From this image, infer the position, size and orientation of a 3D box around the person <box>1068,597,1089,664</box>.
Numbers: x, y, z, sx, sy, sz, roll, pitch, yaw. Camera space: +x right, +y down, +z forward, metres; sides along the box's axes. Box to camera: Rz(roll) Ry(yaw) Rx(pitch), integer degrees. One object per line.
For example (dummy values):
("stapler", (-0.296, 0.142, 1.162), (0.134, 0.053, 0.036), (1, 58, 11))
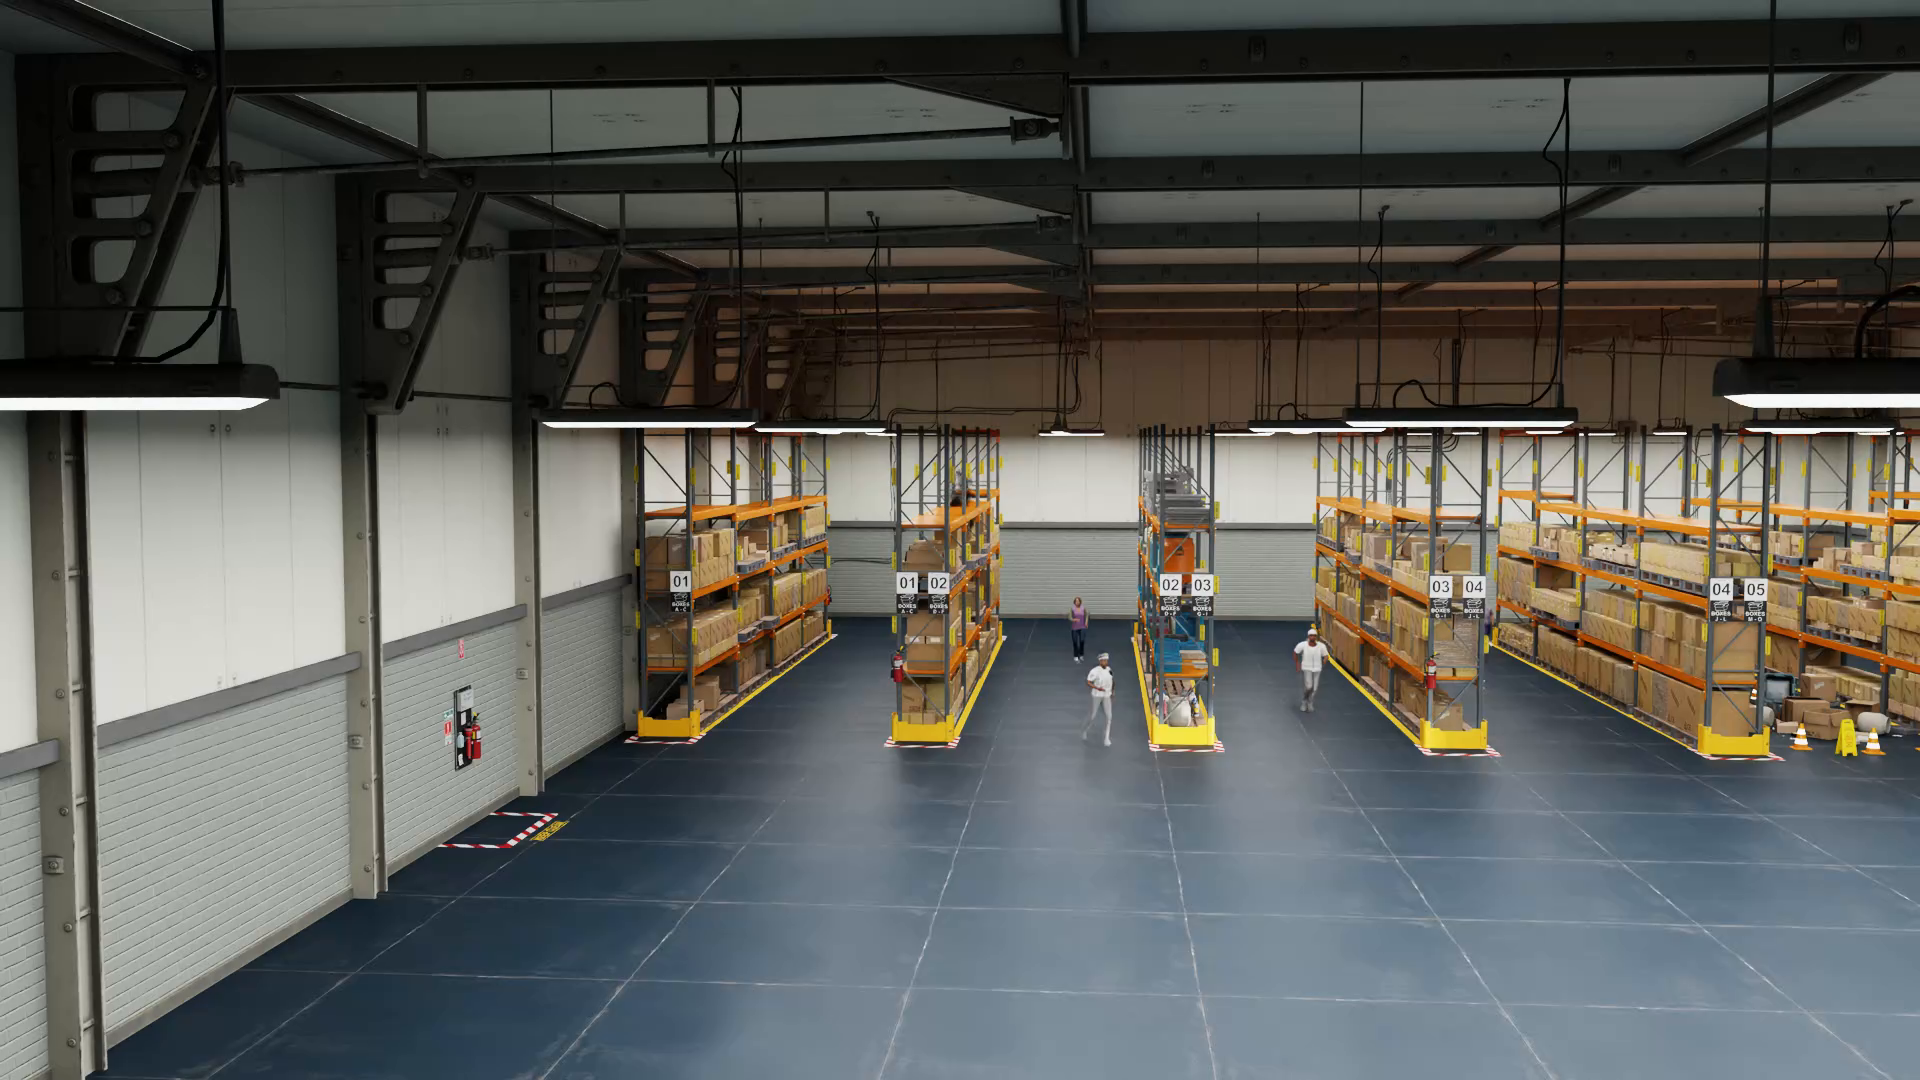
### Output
("person", (2.877, 2.188, 40.326), (0.510, 1.623, 0.639), (0, 3, 0))

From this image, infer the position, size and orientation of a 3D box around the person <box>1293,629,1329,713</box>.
("person", (7.359, 2.732, 34.730), (0.697, 1.753, 0.672), (0, 3, -2))

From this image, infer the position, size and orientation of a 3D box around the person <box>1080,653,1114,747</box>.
("person", (2.673, 2.974, 31.308), (0.639, 1.713, 0.861), (-1, 4, -22))

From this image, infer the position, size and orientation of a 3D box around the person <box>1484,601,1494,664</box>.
("person", (13.393, 2.313, 42.696), (0.616, 1.659, 0.936), (0, 3, 6))
